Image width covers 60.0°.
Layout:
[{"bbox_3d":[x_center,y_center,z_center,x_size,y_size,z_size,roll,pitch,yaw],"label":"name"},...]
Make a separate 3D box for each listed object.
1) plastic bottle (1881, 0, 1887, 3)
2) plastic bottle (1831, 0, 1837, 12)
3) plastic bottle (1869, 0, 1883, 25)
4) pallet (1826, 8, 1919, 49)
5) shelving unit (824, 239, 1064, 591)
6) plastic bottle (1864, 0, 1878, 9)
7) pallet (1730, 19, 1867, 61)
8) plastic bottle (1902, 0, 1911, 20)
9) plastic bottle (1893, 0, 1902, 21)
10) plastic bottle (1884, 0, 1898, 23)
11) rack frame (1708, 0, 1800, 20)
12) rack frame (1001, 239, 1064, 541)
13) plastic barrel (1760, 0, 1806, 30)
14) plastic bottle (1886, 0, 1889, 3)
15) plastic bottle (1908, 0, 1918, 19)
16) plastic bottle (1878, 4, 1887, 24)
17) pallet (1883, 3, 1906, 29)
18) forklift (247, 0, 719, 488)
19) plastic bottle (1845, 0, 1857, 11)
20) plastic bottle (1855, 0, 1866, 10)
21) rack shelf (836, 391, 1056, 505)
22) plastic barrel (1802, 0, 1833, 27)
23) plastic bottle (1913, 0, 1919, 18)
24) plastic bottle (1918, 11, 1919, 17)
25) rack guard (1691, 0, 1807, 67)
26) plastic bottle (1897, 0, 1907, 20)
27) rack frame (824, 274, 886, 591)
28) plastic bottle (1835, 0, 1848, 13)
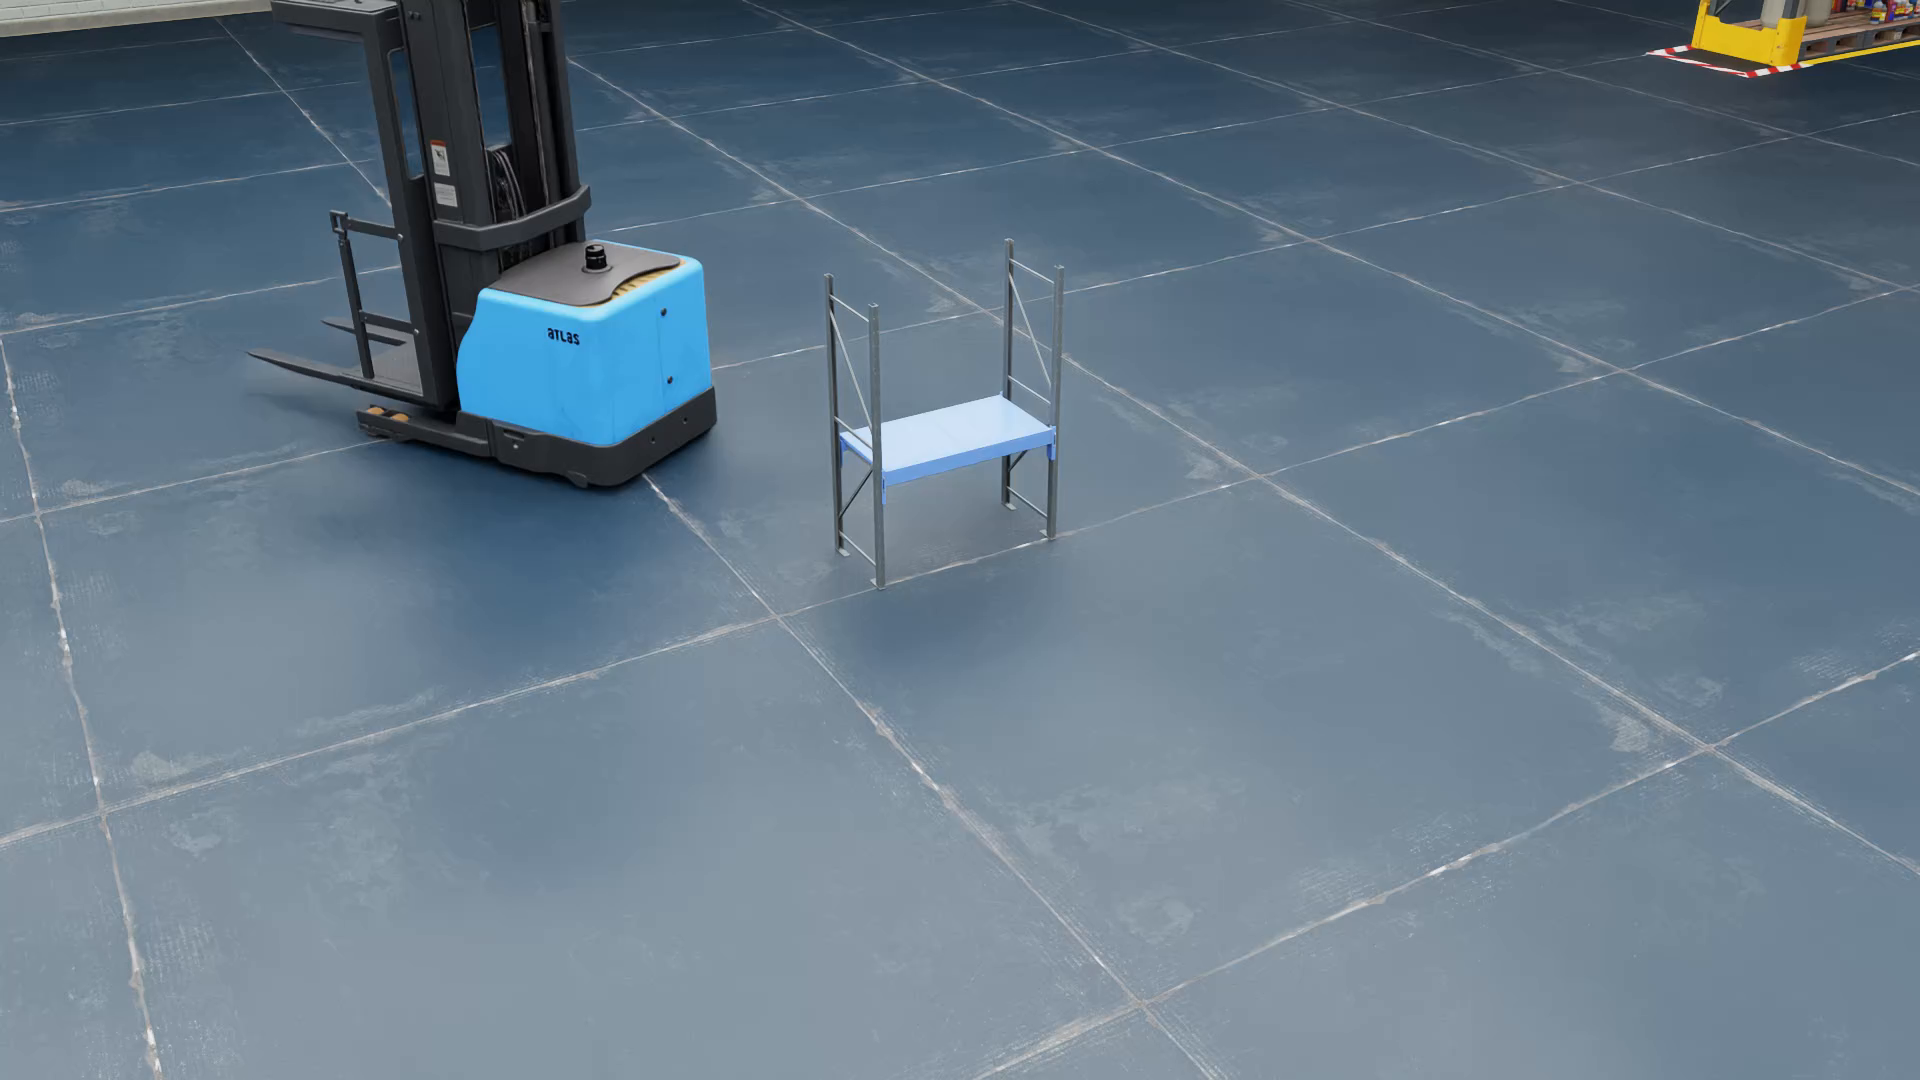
[{"bbox_3d":[11.078,-6.636,19.956,0.185,0.351,0.144,-17,33,-28],"label":"plastic bottle"},{"bbox_3d":[10.291,-6.377,19.565,0.135,0.276,0.152,-16,33,-26],"label":"plastic bottle"},{"bbox_3d":[10.419,-6.007,18.898,0.097,0.271,0.097,0,29,0],"label":"plastic bottle"},{"bbox_3d":[10.494,-6.005,19.413,1.213,0.211,1.003,-16,33,-26],"label":"pallet"},{"bbox_3d":[-0.074,-0.636,8.350,1.048,1.500,0.538,-16,33,-26],"label":"shelving unit"},{"bbox_3d":[10.808,-6.443,19.684,0.135,0.276,0.152,-16,33,-26],"label":"plastic bottle"},{"bbox_3d":[9.443,-5.709,18.876,1.213,0.211,1.003,-16,33,-26],"label":"pallet"},{"bbox_3d":[10.887,-6.109,19.155,0.097,0.201,0.097,0,29,0],"label":"plastic bottle"},{"bbox_3d":[10.715,-6.091,19.050,0.097,0.271,0.097,0,29,0],"label":"plastic bottle"},{"bbox_3d":[10.624,-6.060,18.982,0.133,0.283,0.061,-15,32,-26],"label":"plastic bottle"},{"bbox_3d":[8.698,-6.695,17.776,0.127,3.000,1.000,-16,33,-26],"label":"rack frame"},{"bbox_3d":[0.365,-0.760,8.575,0.032,1.500,0.500,-16,33,-26],"label":"rack frame"},{"bbox_3d":[9.227,-5.982,18.625,0.421,0.512,0.421,0,29,0],"label":"plastic barrel"},{"bbox_3d":[11.177,-6.561,19.903,0.097,0.271,0.097,0,29,0],"label":"plastic bottle"},{"bbox_3d":[10.976,-6.165,19.184,0.097,0.271,0.097,0,29,0],"label":"plastic bottle"},{"bbox_3d":[10.509,-6.001,18.961,0.097,0.201,0.097,0,29,0],"label":"plastic bottle"},{"bbox_3d":[11.547,-6.306,19.958,1.213,0.211,1.003,-16,33,-26],"label":"pallet"},{"bbox_3d":[-2.979,-2.064,9.457,3.031,2.935,1.130,15,32,24],"label":"forklift"},{"bbox_3d":[10.490,-6.331,19.558,0.097,0.201,0.097,0,29,0],"label":"plastic bottle"},{"bbox_3d":[10.650,-6.381,19.649,0.097,0.201,0.097,0,29,0],"label":"plastic bottle"},{"bbox_3d":[-0.074,-0.478,8.437,1.000,0.185,0.538,-16,33,-26],"label":"rack shelf"},{"bbox_3d":[9.659,-6.105,18.848,0.421,0.512,0.421,0,29,0],"label":"plastic barrel"},{"bbox_3d":[11.064,-6.159,19.247,0.097,0.201,0.097,0,29,0],"label":"plastic bottle"},{"bbox_3d":[11.152,-6.232,19.302,0.135,0.276,0.152,-15,32,-25],"label":"plastic bottle"},{"bbox_3d":[8.740,-5.638,18.449,0.348,0.500,1.175,-16,33,-26],"label":"rack guard"},{"bbox_3d":[10.801,-6.115,19.095,0.097,0.271,0.097,0,29,0],"label":"plastic bottle"},{"bbox_3d":[-0.512,-0.511,8.124,0.032,1.500,0.500,-16,33,-26],"label":"rack frame"},{"bbox_3d":[10.345,-6.336,19.483,0.133,0.283,0.061,-16,33,-26],"label":"plastic bottle"}]
